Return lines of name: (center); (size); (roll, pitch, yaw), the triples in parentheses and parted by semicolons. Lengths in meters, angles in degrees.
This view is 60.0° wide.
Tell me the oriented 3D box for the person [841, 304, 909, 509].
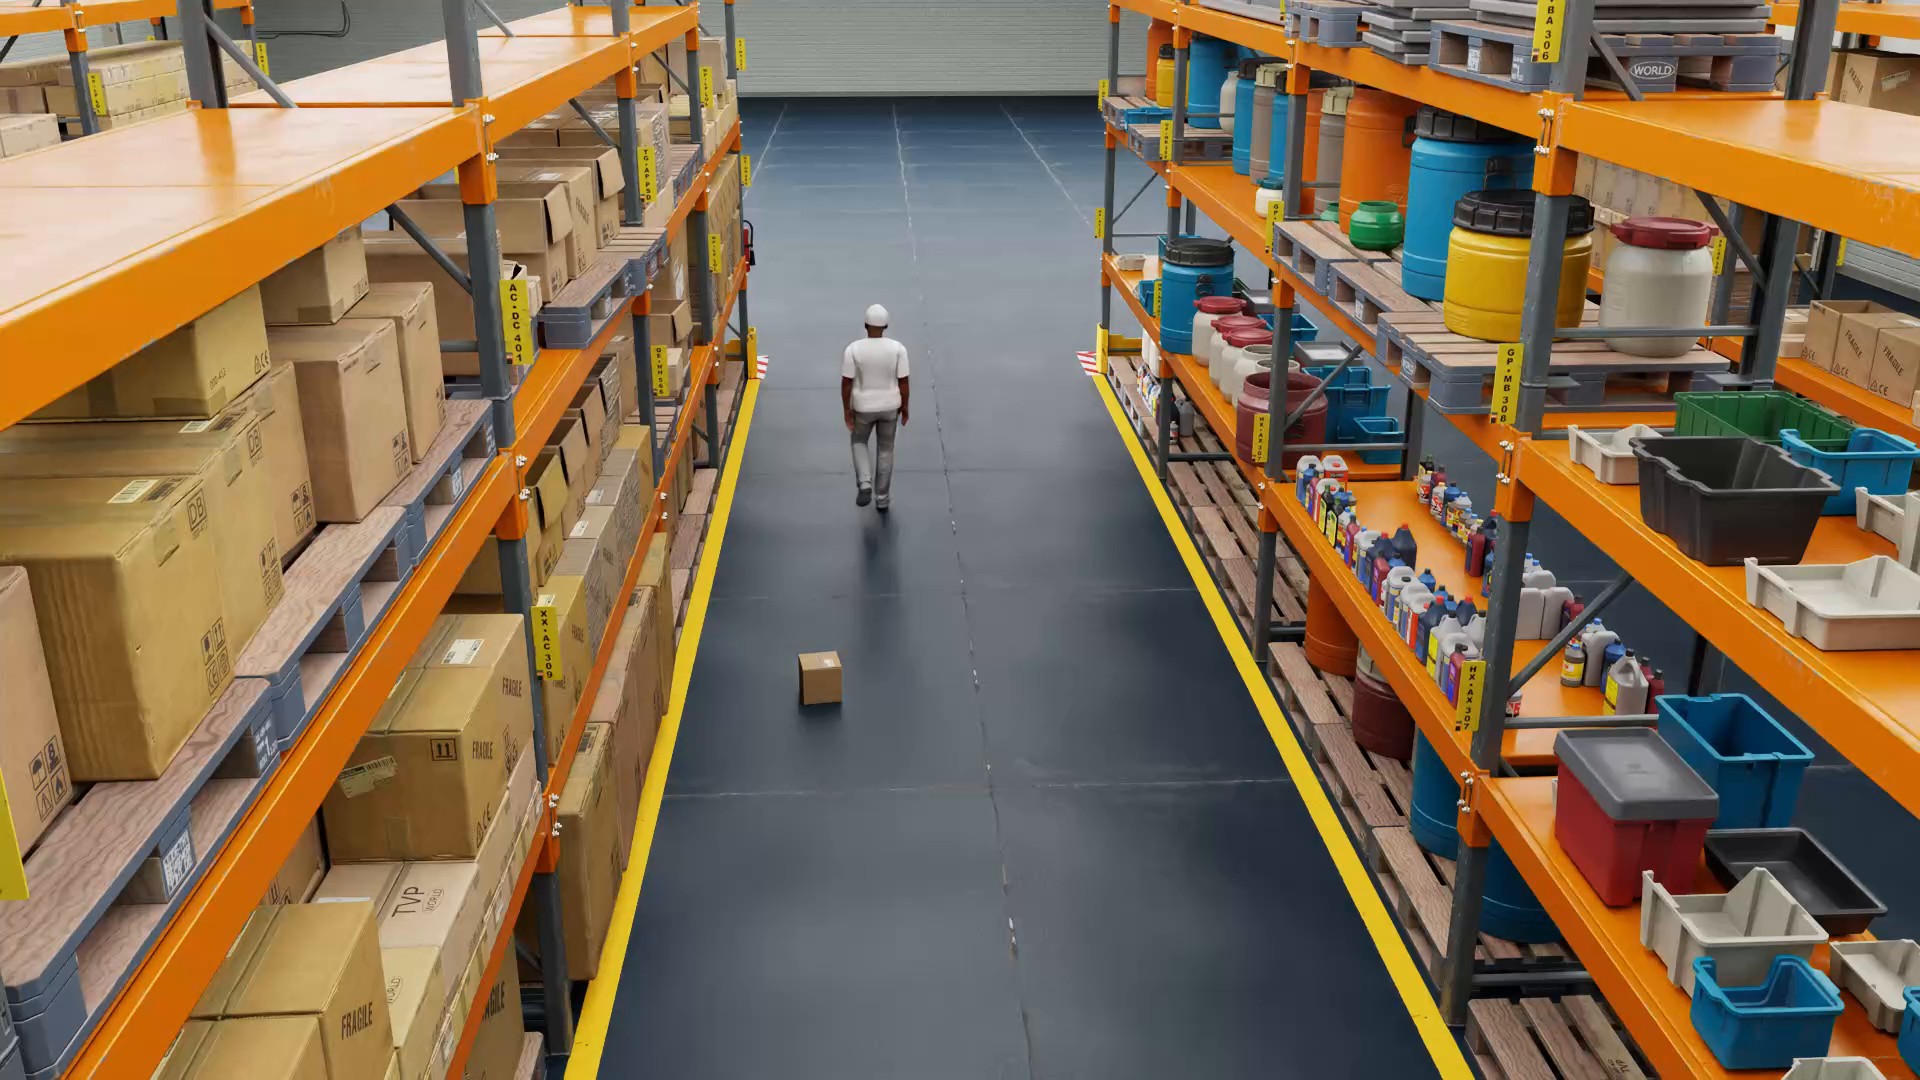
person: (-0.711, -1.120, 14.005); (0.572, 1.756, 0.489); (-2, 20, -5)
